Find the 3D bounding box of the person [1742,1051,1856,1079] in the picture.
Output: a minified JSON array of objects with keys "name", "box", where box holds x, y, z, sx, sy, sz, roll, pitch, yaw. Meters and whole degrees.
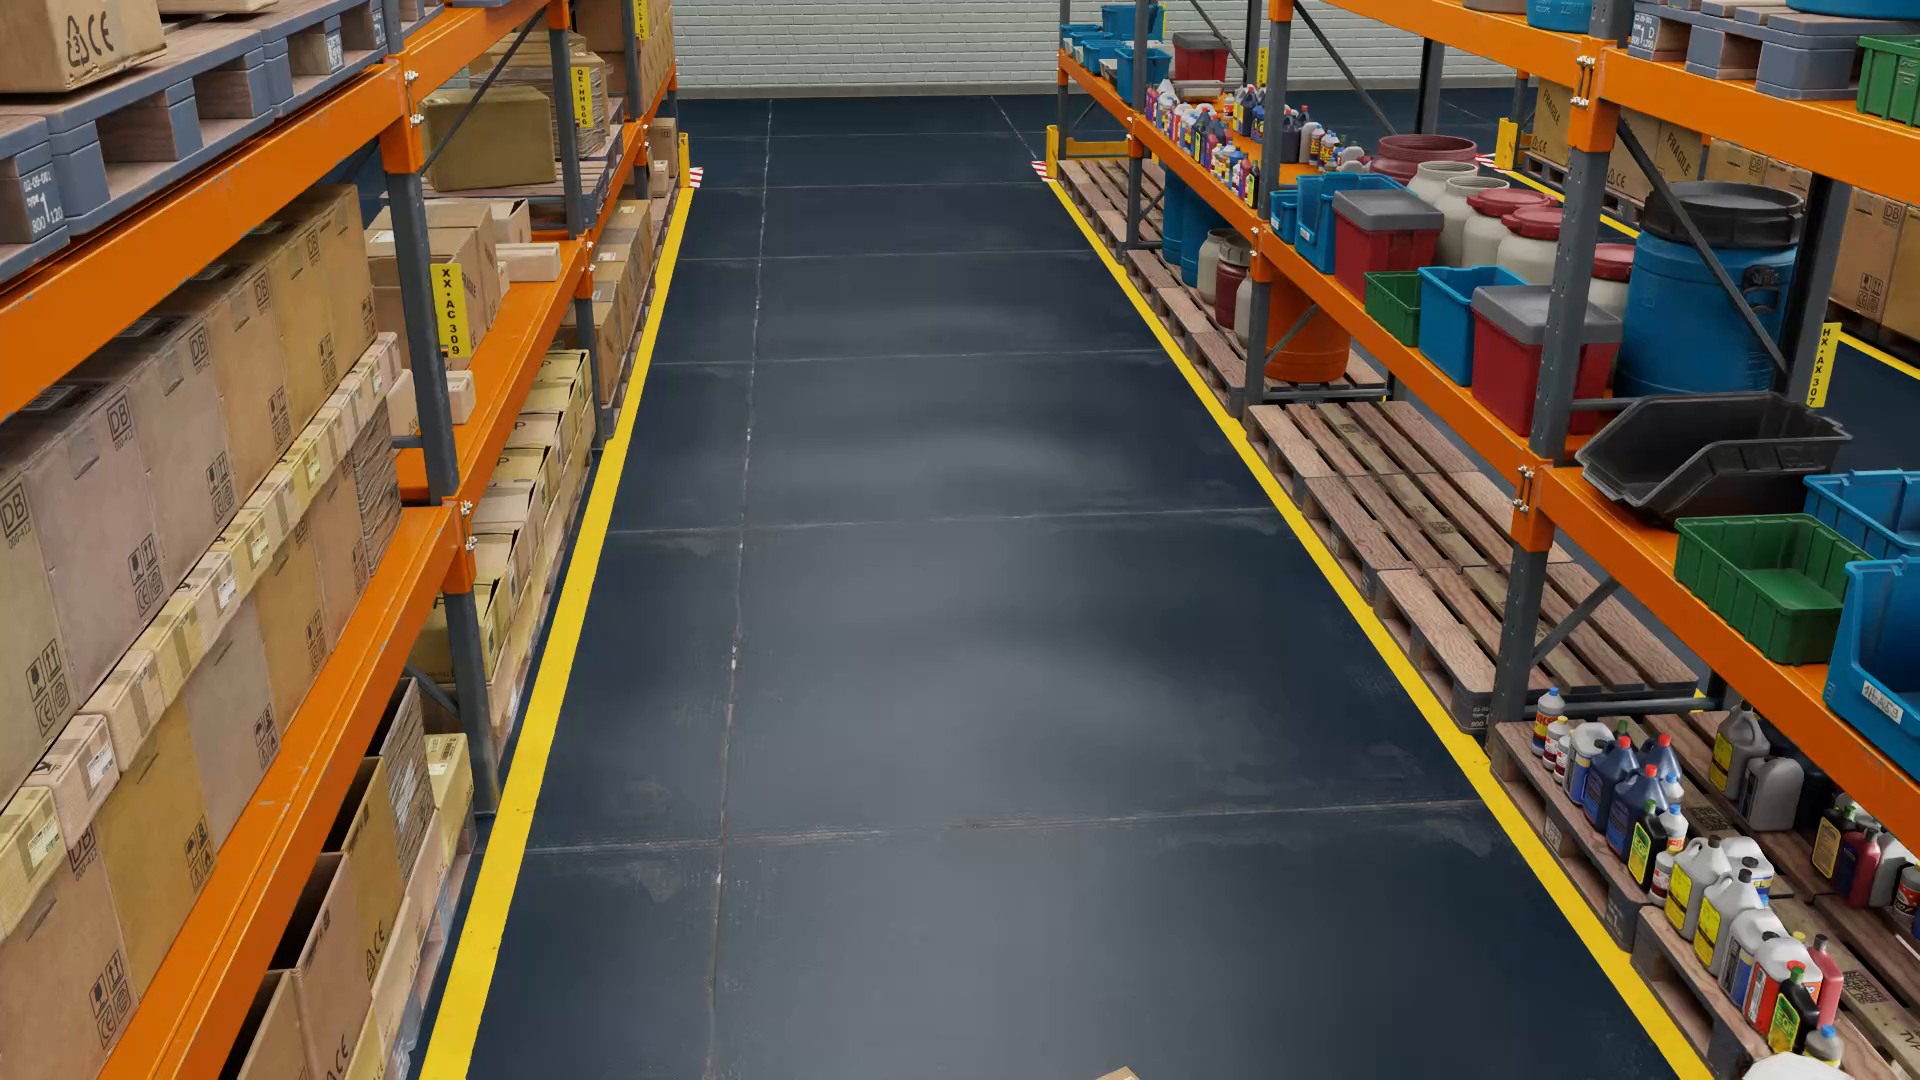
[{"name":"person","box":[1.343,1.616,2.869,0.603,1.747,1.038,-8,25,-18]}]
